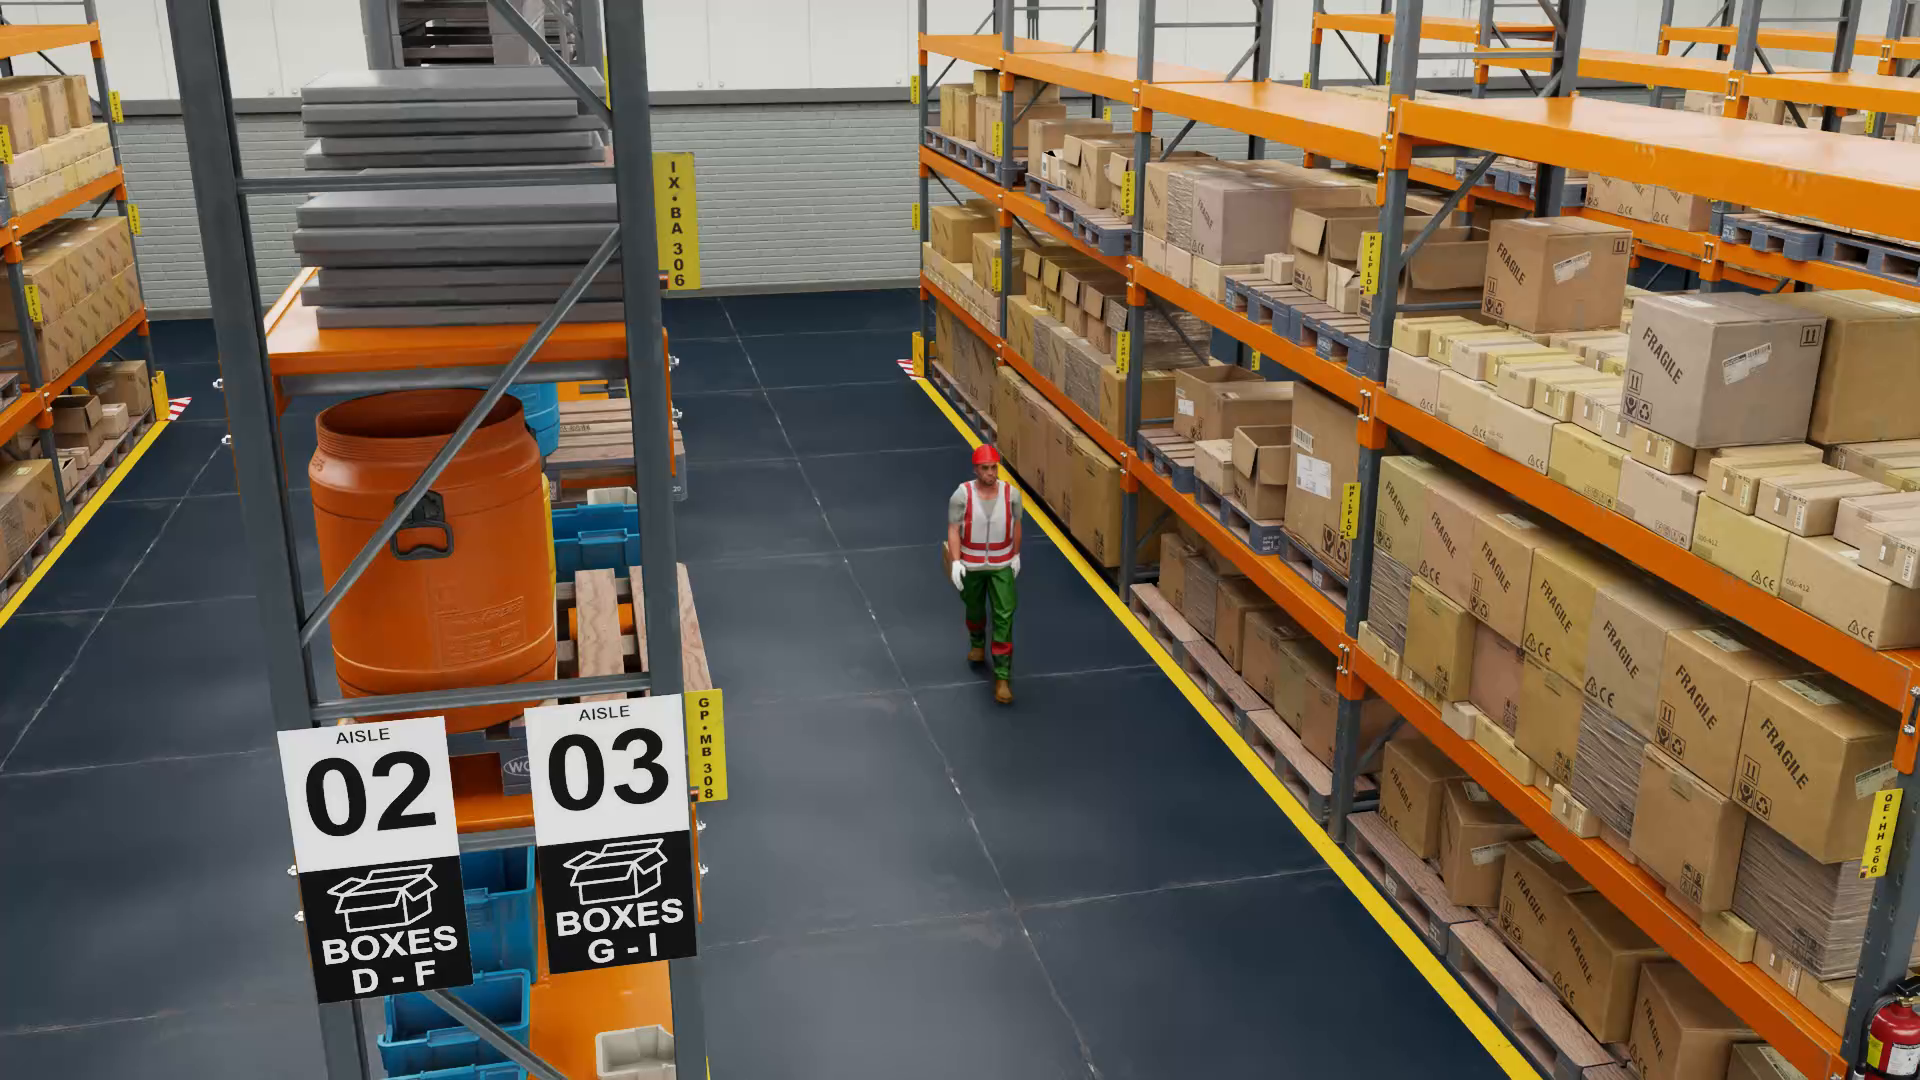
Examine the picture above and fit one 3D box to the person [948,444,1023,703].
[{"bbox_3d":[0.186,0.181,11.779,0.540,1.724,1.035,-1,19,-2],"label":"person"}]
